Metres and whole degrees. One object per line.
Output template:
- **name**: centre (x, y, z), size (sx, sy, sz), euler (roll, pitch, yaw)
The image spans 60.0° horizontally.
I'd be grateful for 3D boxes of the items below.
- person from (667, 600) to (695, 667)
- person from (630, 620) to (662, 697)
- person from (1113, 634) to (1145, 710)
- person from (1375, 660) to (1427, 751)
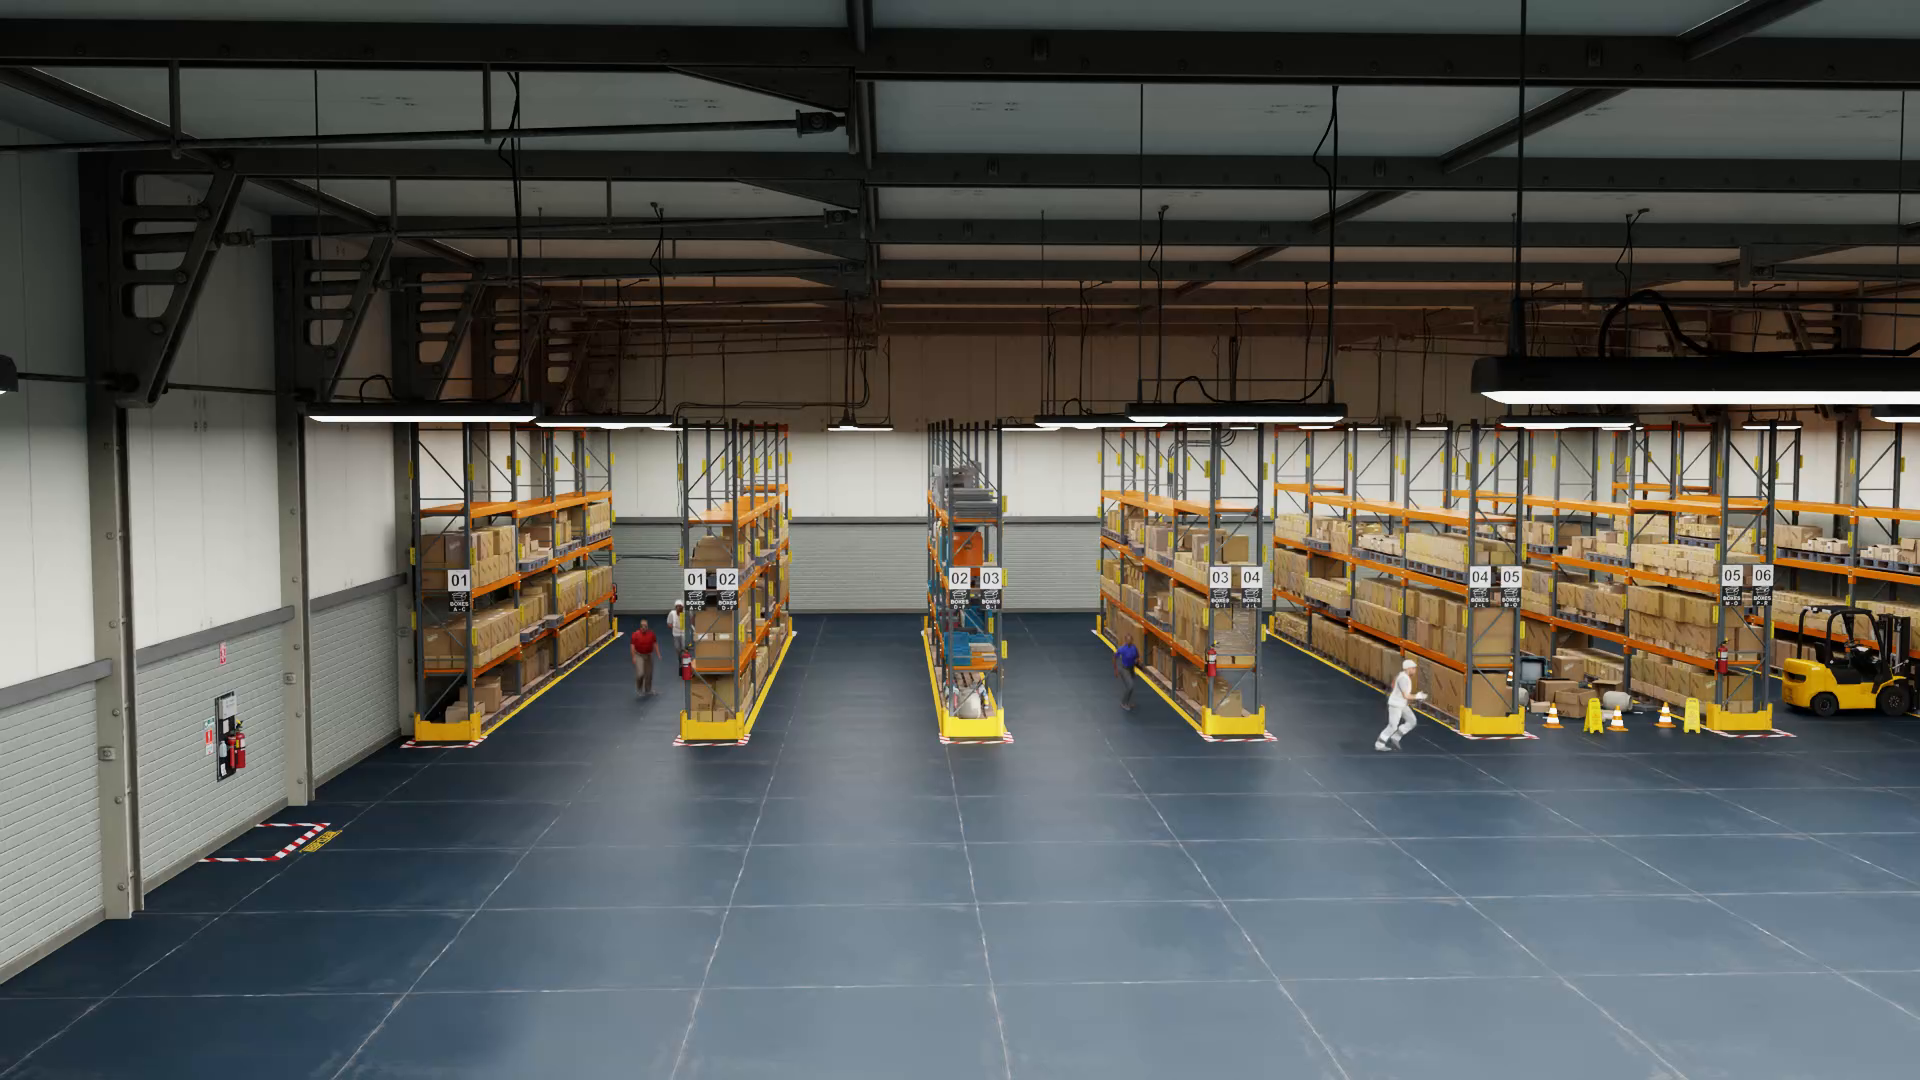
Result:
- **person**: centre (-6.693, 2.280, 39.917), size (0.633, 1.728, 0.992), euler (0, 4, -4)
- **person**: centre (-6.864, 2.574, 36.243), size (0.632, 1.716, 0.639), euler (-3, 5, -41)
- **person**: centre (3.532, 2.752, 34.587), size (0.614, 1.606, 0.759), euler (-3, 5, -43)
- **person**: centre (7.917, 2.961, 29.786), size (0.917, 1.676, 0.694), euler (2, 4, 26)
